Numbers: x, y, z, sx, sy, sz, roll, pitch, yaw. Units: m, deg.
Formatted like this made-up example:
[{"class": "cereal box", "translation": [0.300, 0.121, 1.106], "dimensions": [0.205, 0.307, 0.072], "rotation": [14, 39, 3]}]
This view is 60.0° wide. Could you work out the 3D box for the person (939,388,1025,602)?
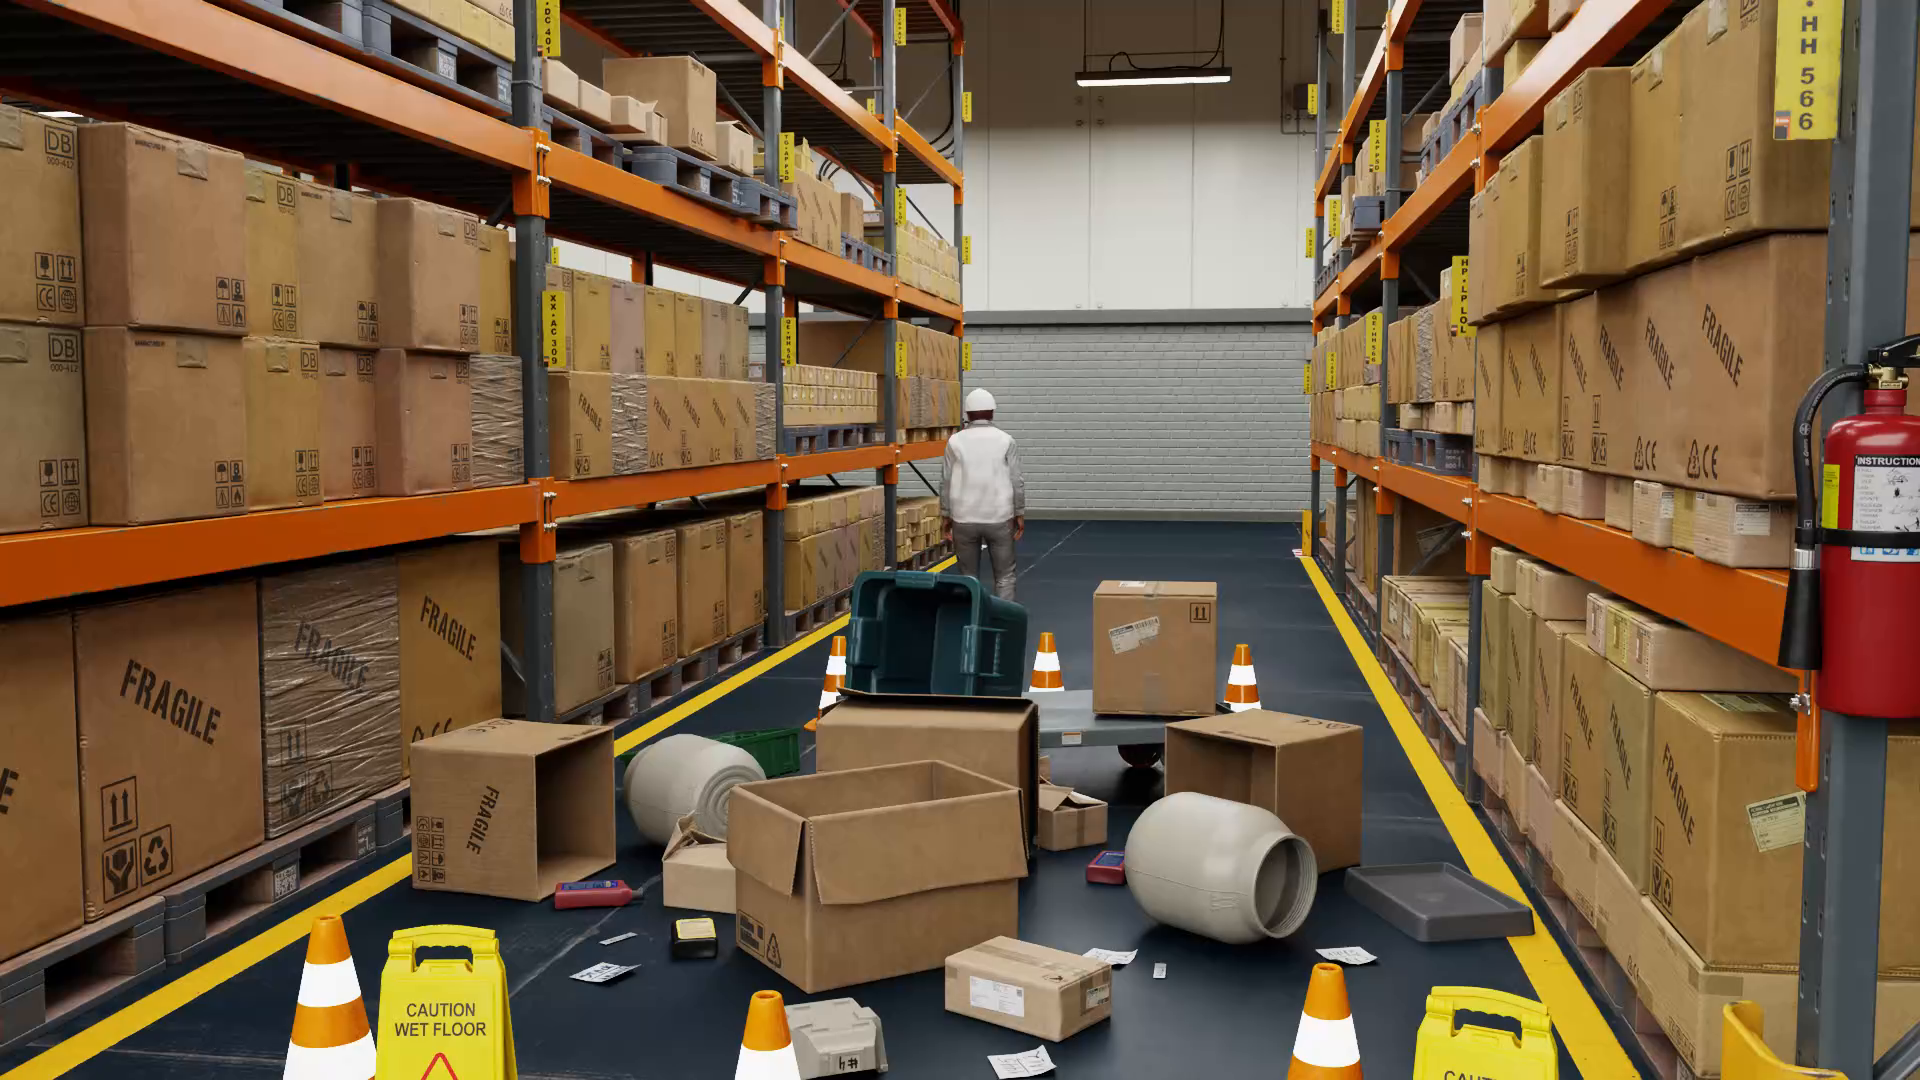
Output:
[{"class": "person", "translation": [0.156, -0.151, 11.399], "dimensions": [0.594, 1.772, 0.471], "rotation": [0, 4, 5]}]
